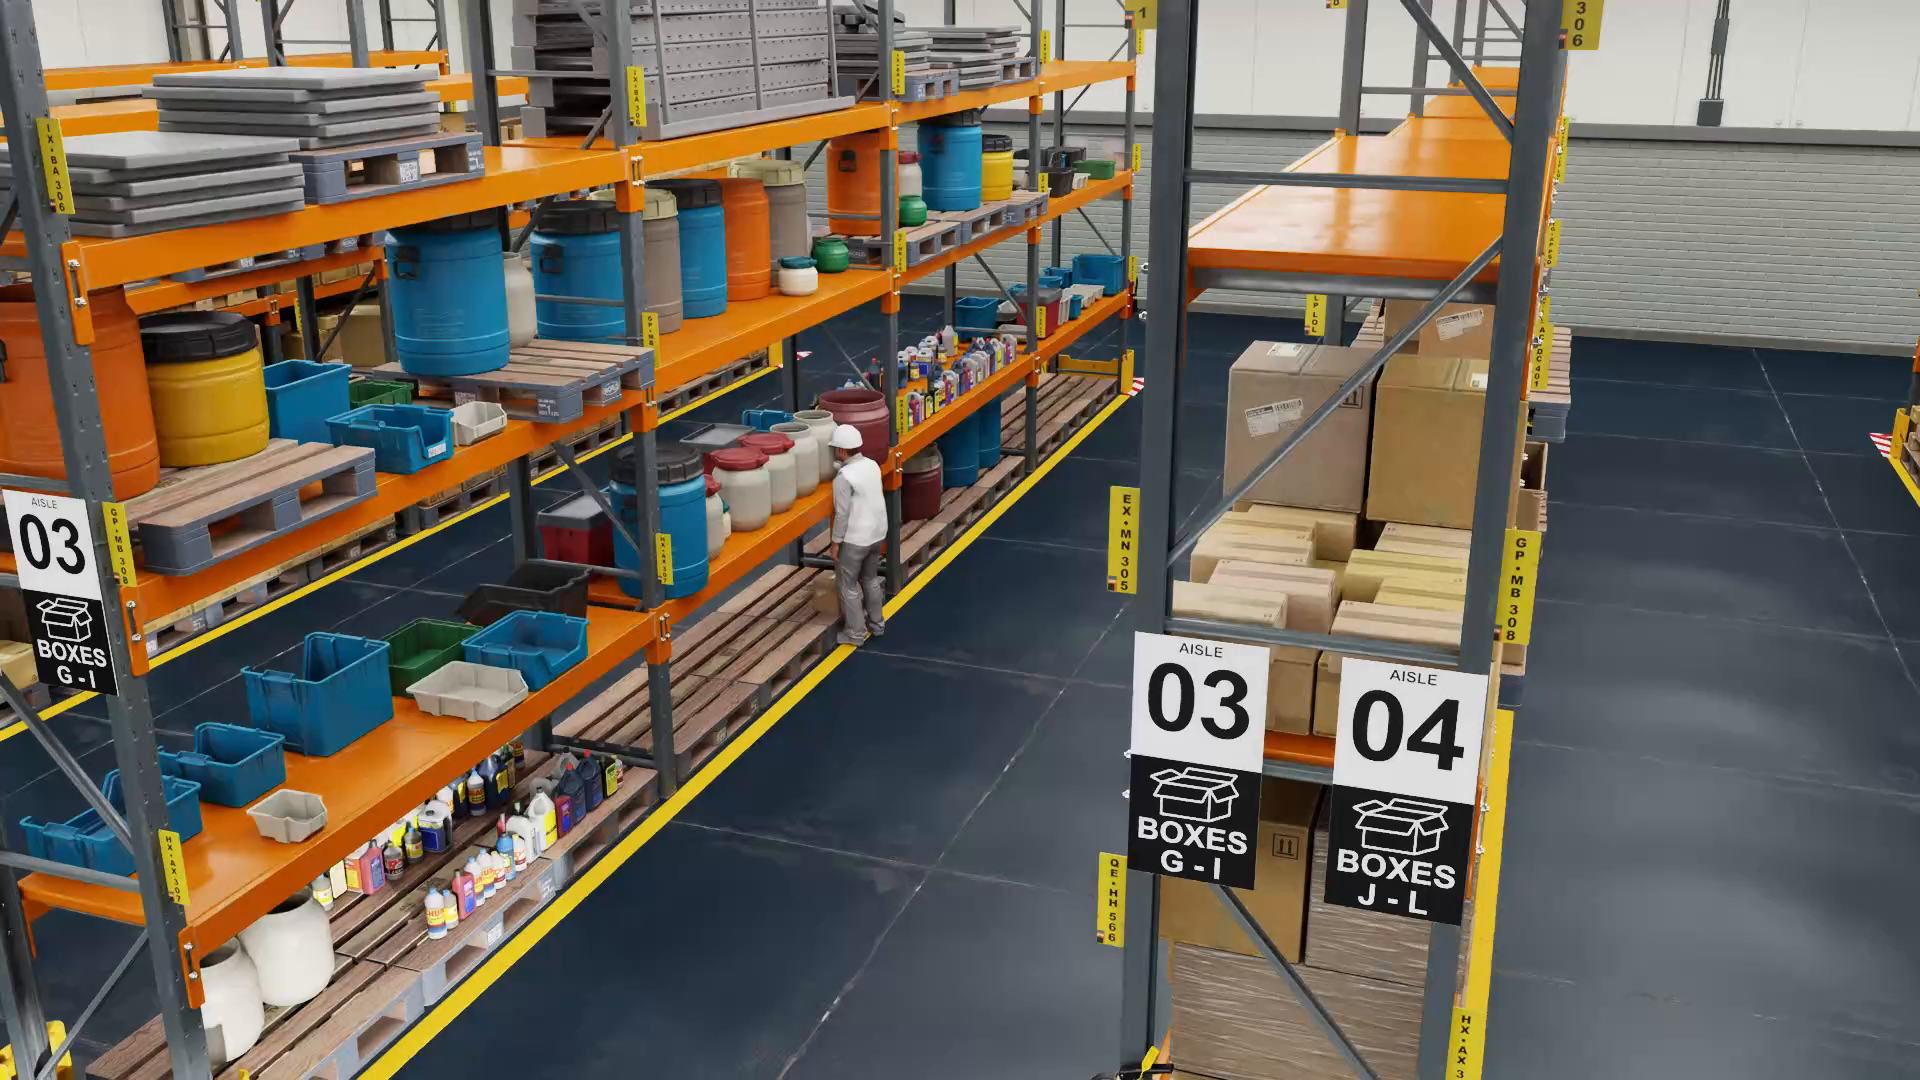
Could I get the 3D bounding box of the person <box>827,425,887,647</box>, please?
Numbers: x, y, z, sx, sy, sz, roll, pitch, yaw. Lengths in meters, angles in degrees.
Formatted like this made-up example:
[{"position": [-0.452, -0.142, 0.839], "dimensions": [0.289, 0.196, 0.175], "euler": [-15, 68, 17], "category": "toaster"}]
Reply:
[{"position": [-0.816, -0.041, 13.080], "dimensions": [0.461, 1.772, 0.594], "euler": [12, 22, 31], "category": "person"}]
